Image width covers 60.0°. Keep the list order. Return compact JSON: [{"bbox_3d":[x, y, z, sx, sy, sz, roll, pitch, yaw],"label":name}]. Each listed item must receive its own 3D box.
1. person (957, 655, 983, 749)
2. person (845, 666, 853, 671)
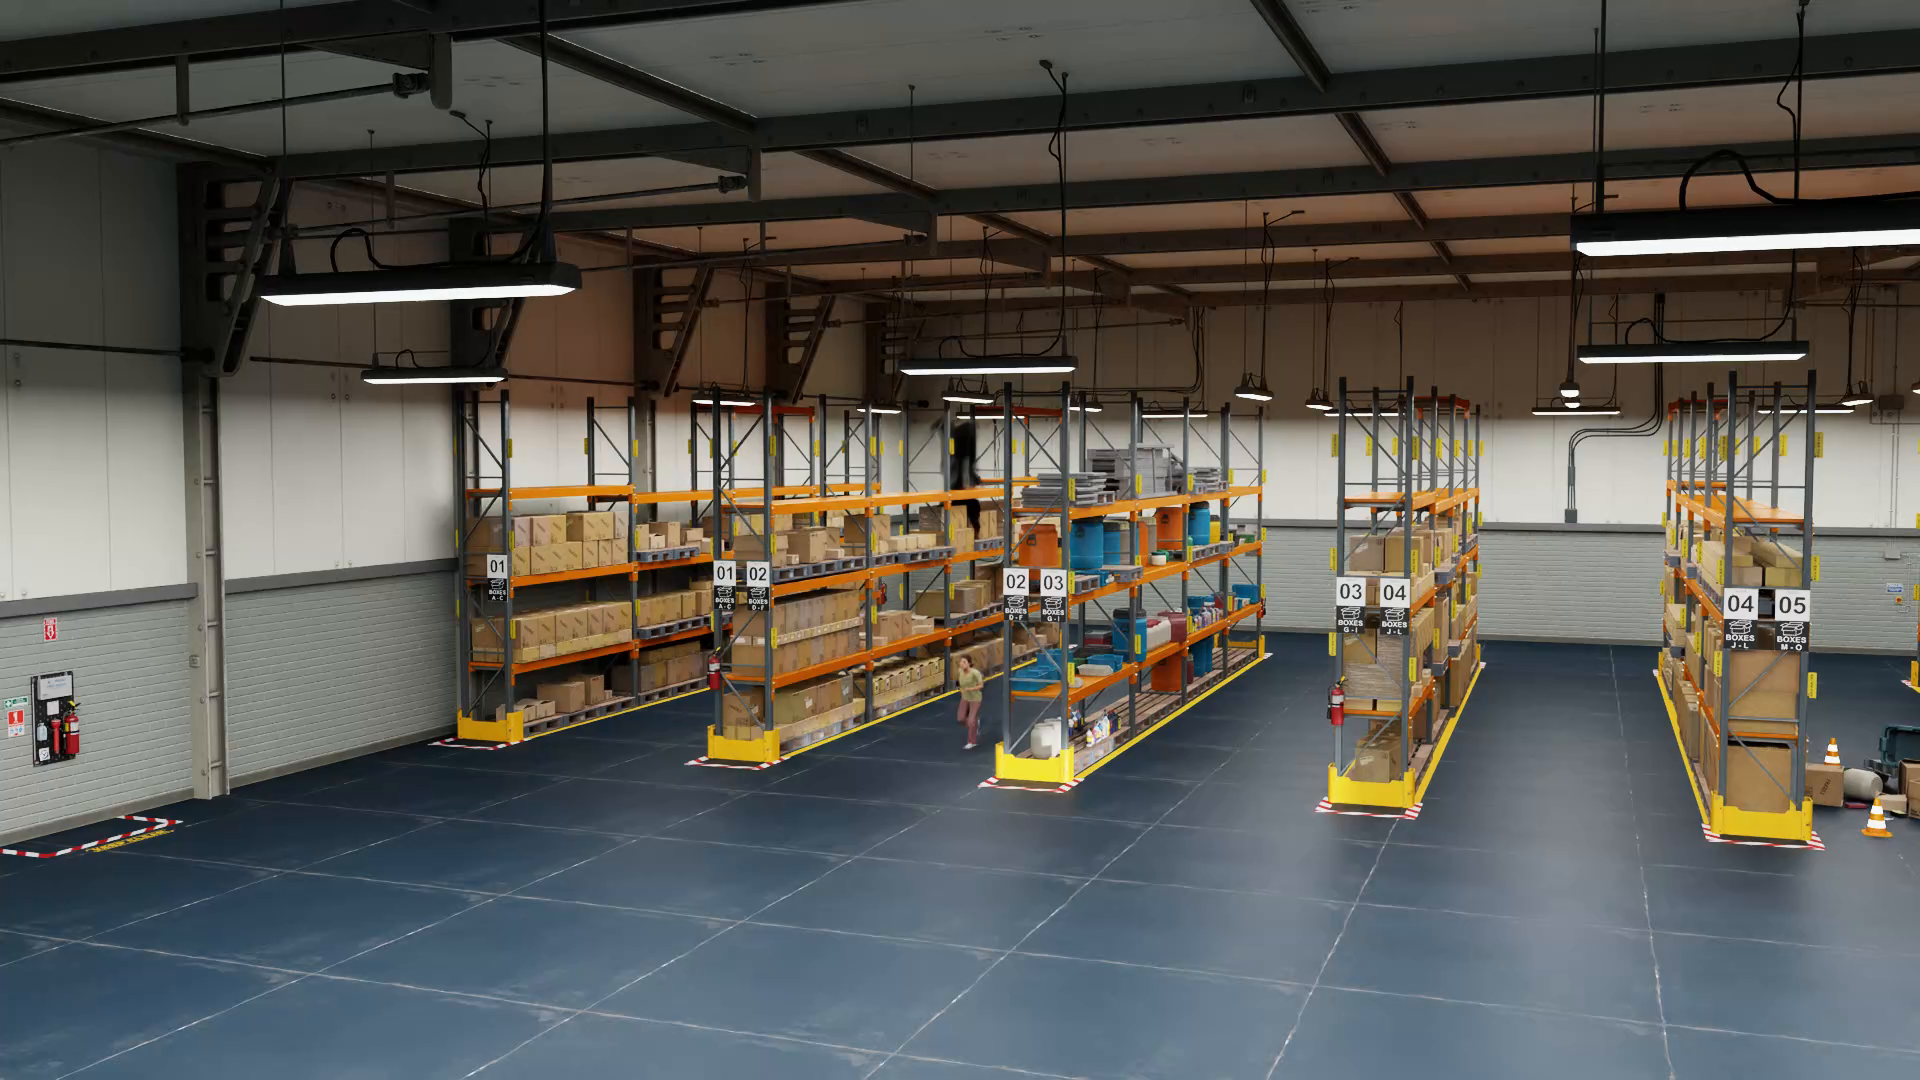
[{"bbox_3d":[0.155,2.693,27.694,0.570,1.593,0.669,2,4,28],"label":"person"},{"bbox_3d":[-2.382,2.330,35.735,0.595,1.412,0.561,1,3,15],"label":"person"}]
